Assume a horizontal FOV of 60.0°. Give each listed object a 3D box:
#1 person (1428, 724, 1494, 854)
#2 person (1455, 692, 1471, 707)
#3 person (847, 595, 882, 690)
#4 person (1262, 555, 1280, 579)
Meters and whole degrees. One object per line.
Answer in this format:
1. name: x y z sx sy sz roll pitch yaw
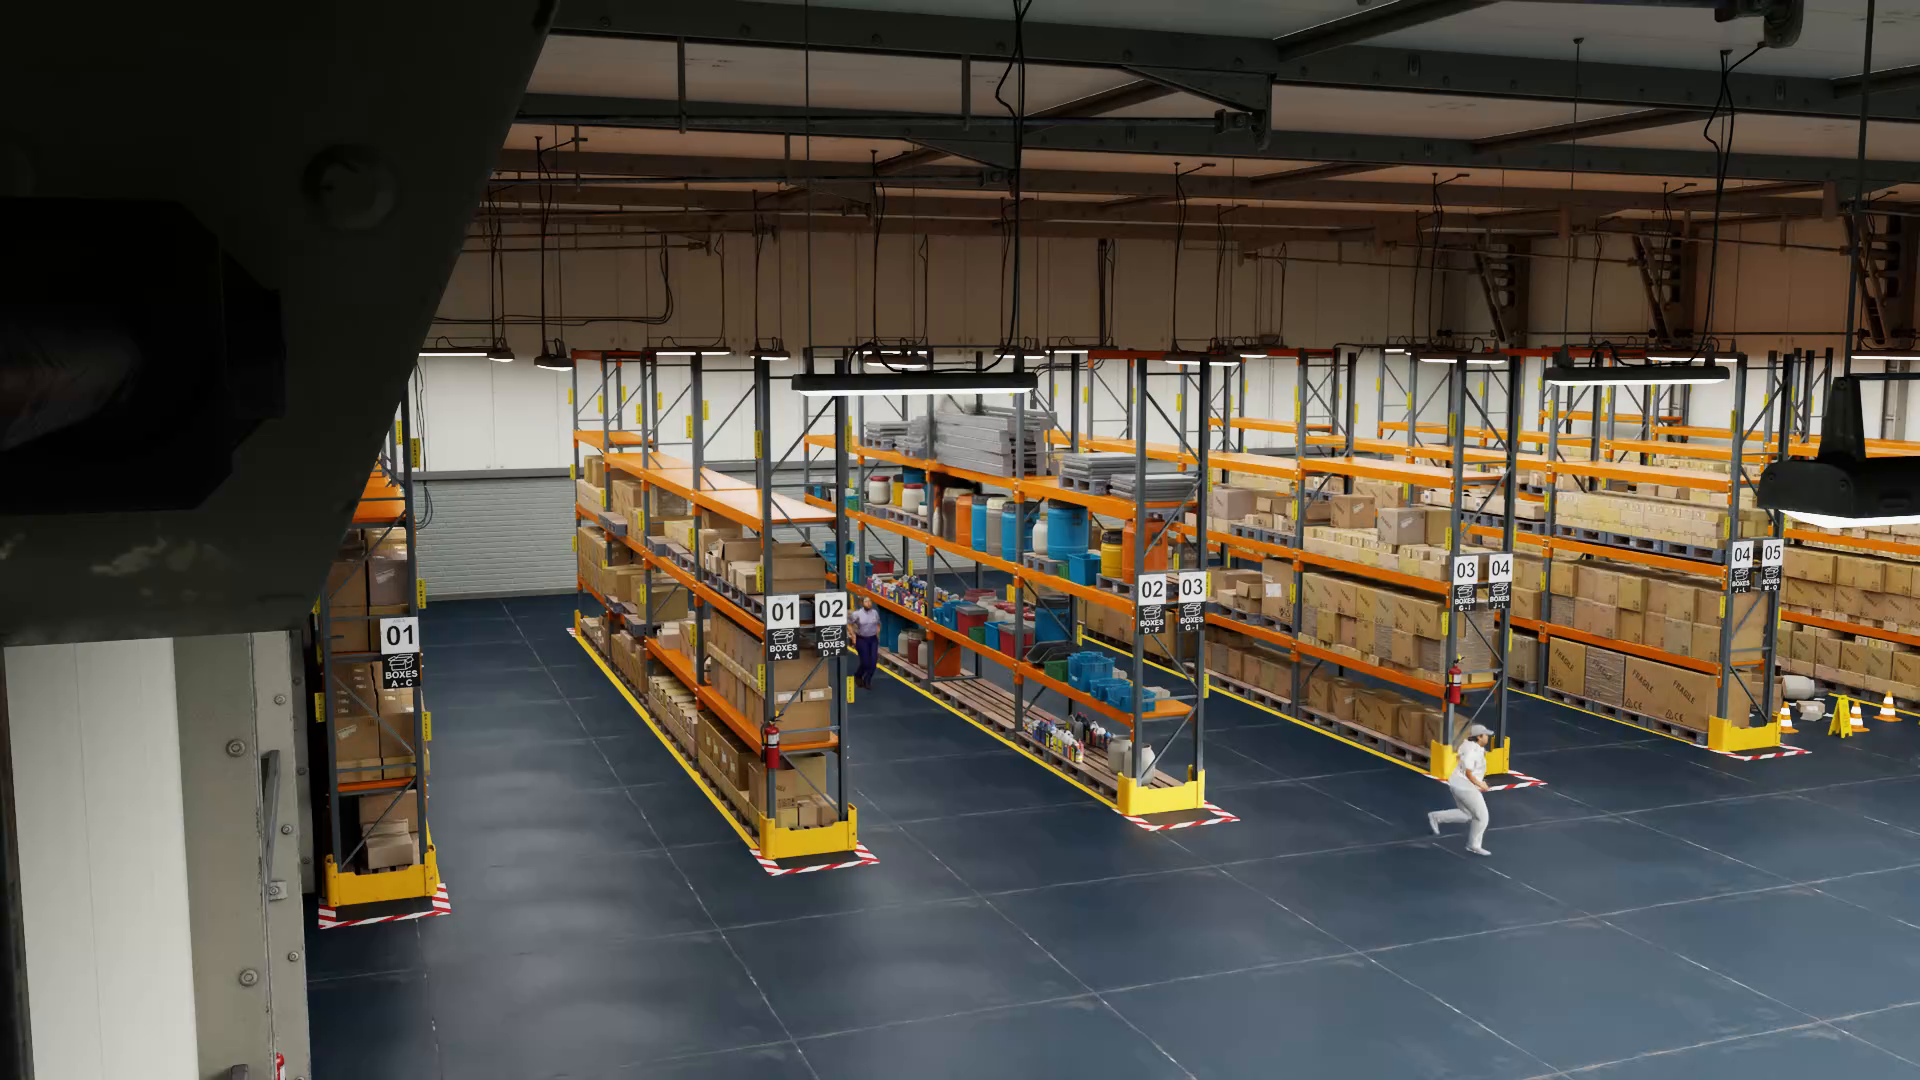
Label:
1. person: 6.122 3.049 20.271 0.735 1.640 0.624 1 7 5
2. person: 8.595 1.966 28.151 0.648 1.740 0.596 -4 8 -31
3. person: -1.569 1.749 28.184 0.607 1.616 0.504 -4 8 -26
4. person: 6.627 1.144 34.808 0.659 1.732 0.622 -3 8 -26
